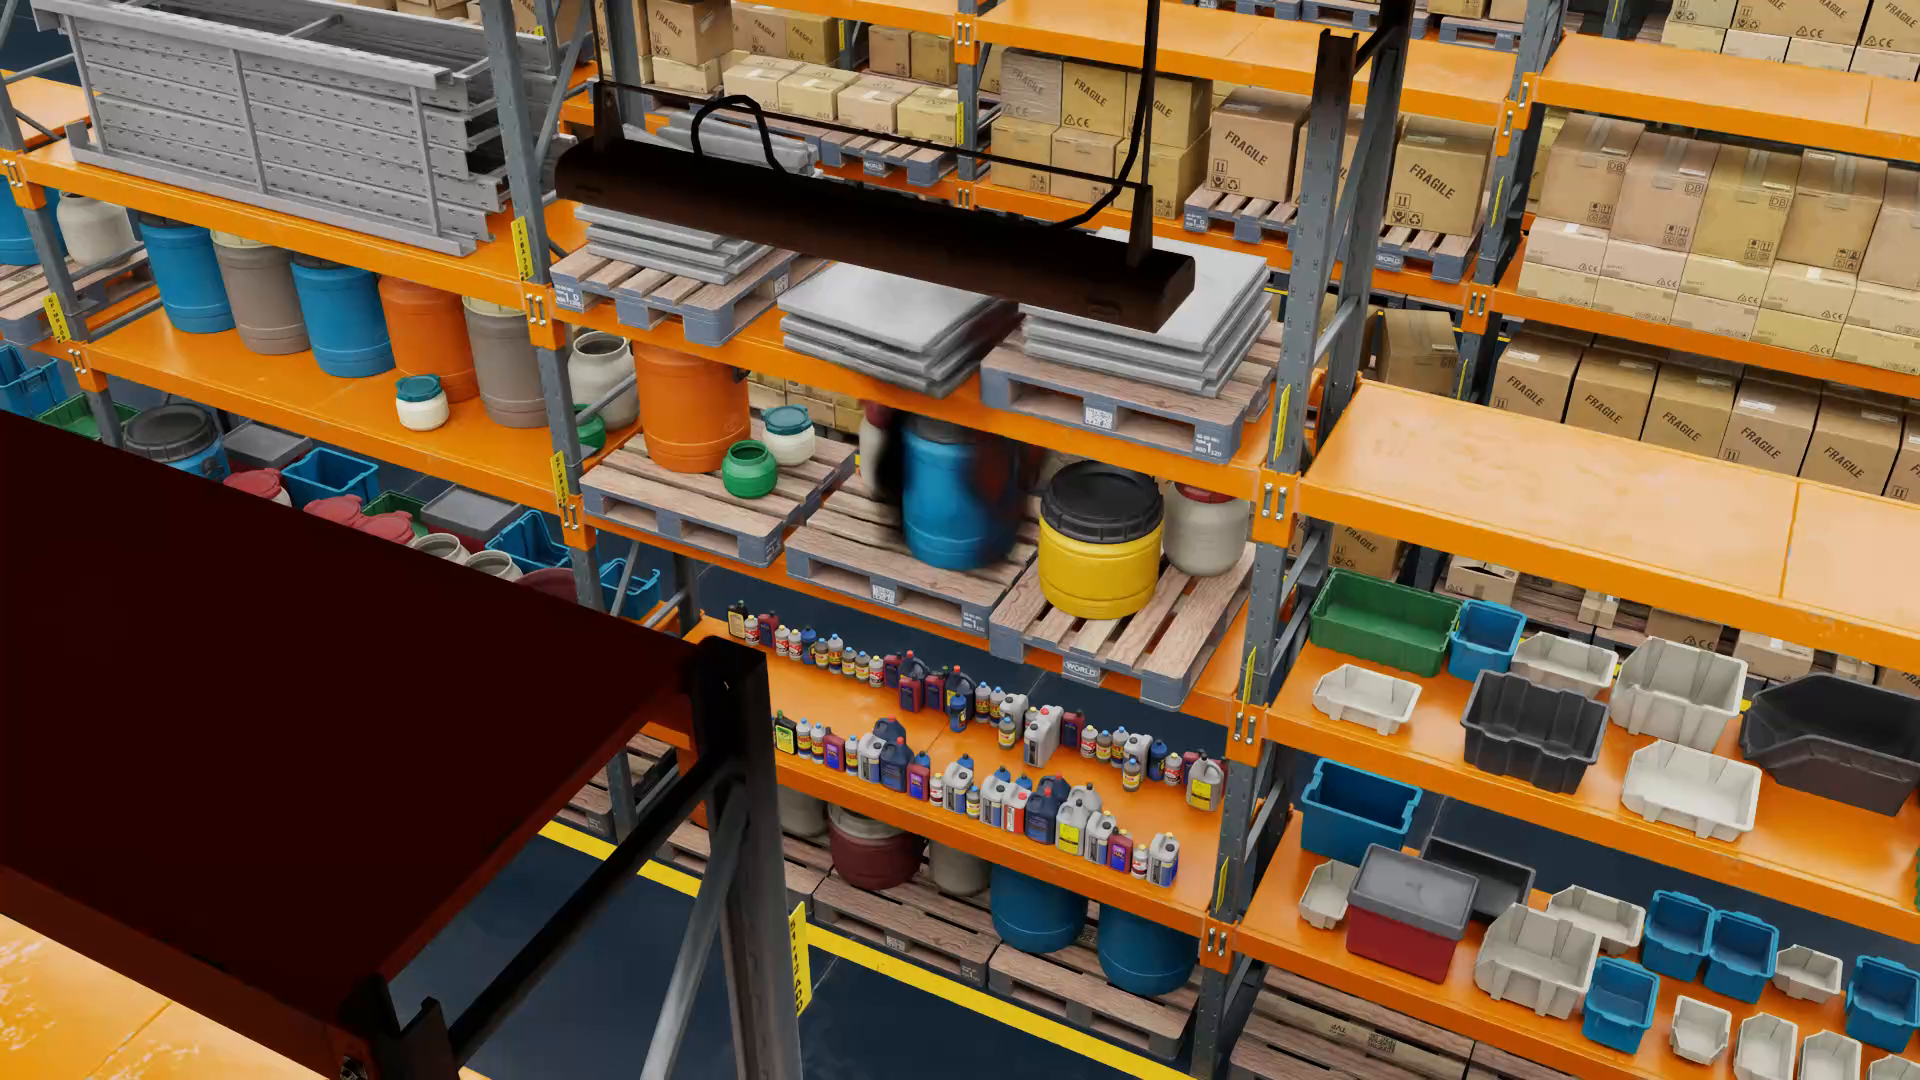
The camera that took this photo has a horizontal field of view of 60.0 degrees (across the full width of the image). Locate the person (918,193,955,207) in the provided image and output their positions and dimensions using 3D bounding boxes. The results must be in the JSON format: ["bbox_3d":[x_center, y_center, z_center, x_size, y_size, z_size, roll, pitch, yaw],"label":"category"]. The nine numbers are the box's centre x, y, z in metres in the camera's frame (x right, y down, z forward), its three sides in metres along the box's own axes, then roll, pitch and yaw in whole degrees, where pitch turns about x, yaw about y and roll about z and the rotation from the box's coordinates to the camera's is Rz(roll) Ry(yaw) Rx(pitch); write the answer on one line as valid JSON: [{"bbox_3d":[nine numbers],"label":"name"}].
[{"bbox_3d":[-0.178,-3.647,17.577,0.566,1.758,0.454,-13,37,-17],"label":"person"}]
